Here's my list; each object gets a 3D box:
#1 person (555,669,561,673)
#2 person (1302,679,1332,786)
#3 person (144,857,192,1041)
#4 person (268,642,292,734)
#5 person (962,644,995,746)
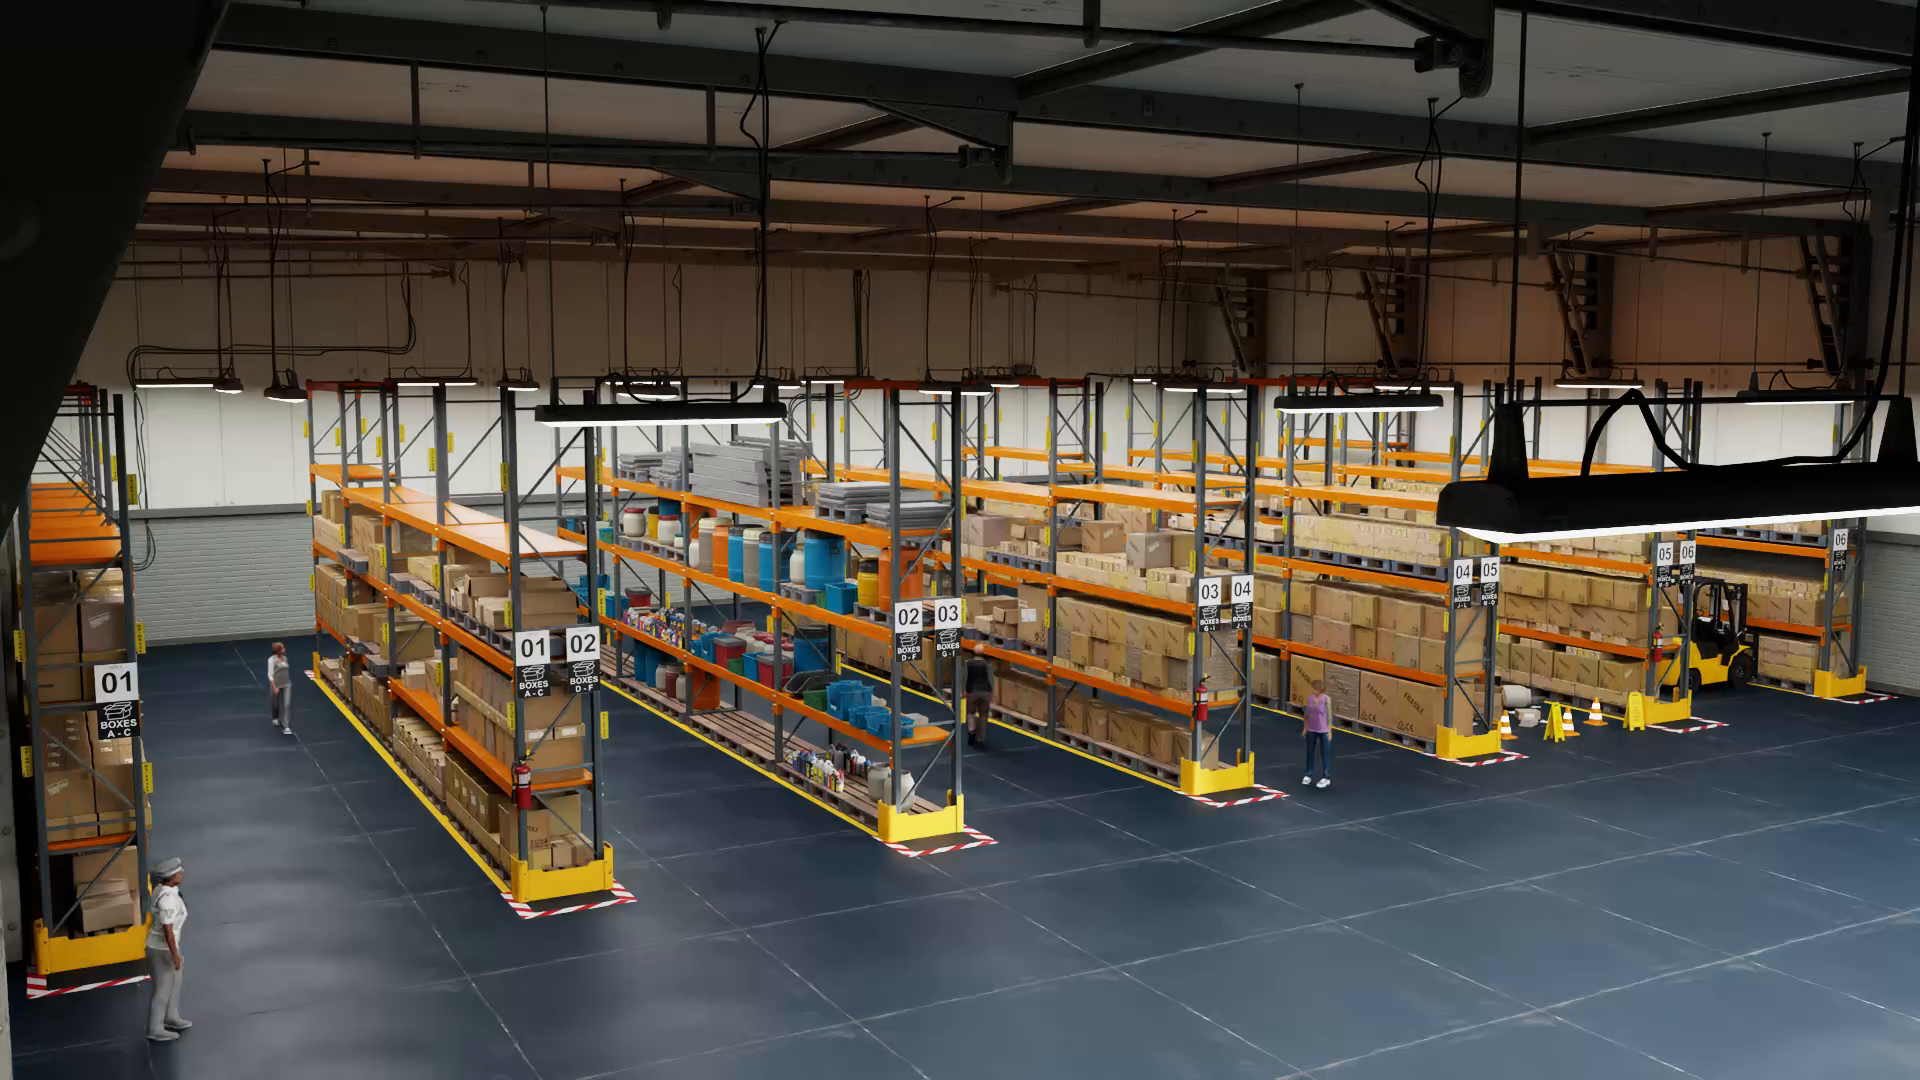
[{"bbox_3d":[-6.468,2.704,26.692,0.451,1.710,0.508,2,6,20],"label":"person"},{"bbox_3d":[5.344,2.886,24.940,0.459,1.588,0.385,4,7,36],"label":"person"},{"bbox_3d":[-7.484,3.840,15.682,0.400,1.693,0.537,-2,6,-17],"label":"person"},{"bbox_3d":[-11.688,2.515,28.559,0.392,1.556,0.823,-4,7,-30],"label":"person"},{"bbox_3d":[0.301,2.552,27.433,0.549,1.706,0.524,1,6,5],"label":"person"}]
